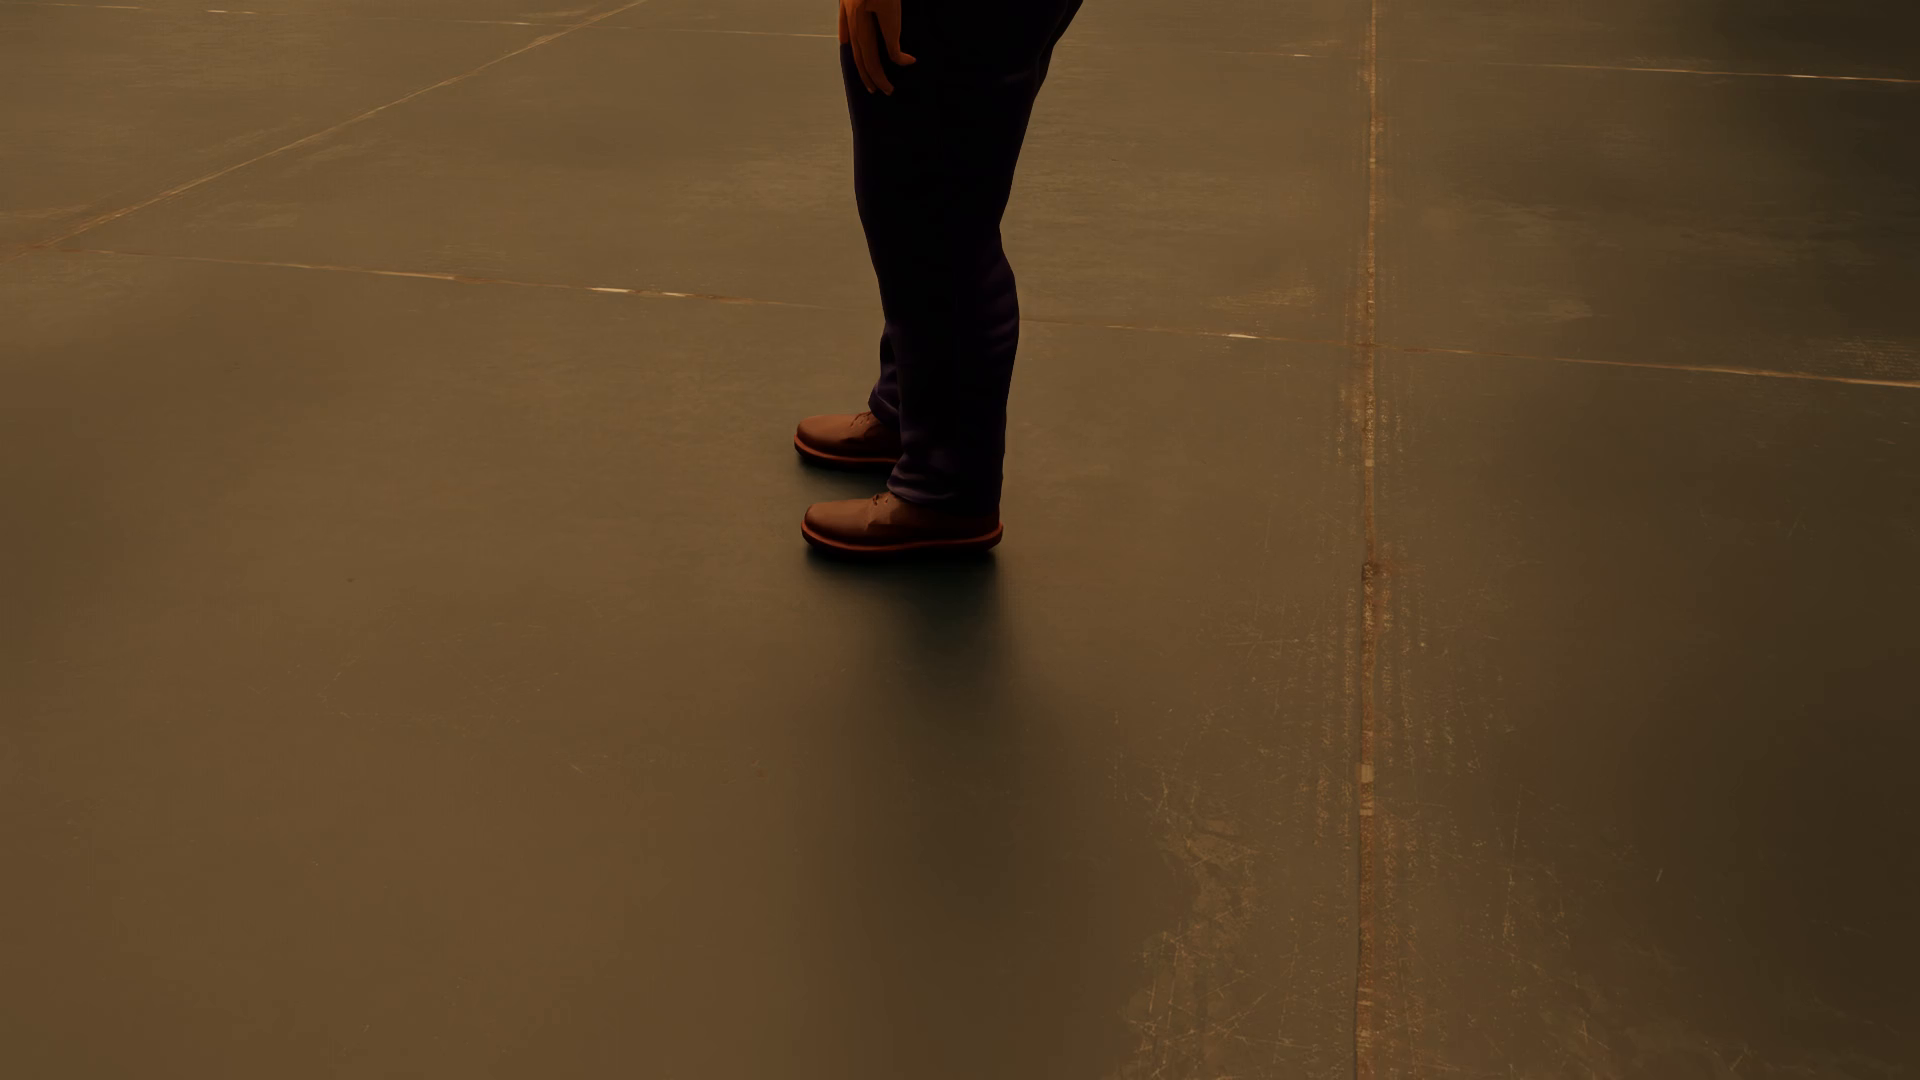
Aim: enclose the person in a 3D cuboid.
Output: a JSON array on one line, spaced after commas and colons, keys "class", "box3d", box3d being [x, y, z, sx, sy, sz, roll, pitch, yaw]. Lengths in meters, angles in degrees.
[{"class": "person", "box3d": [-0.082, -0.762, 2.163, 0.503, 1.651, 0.598, 6, 27, 11]}]
